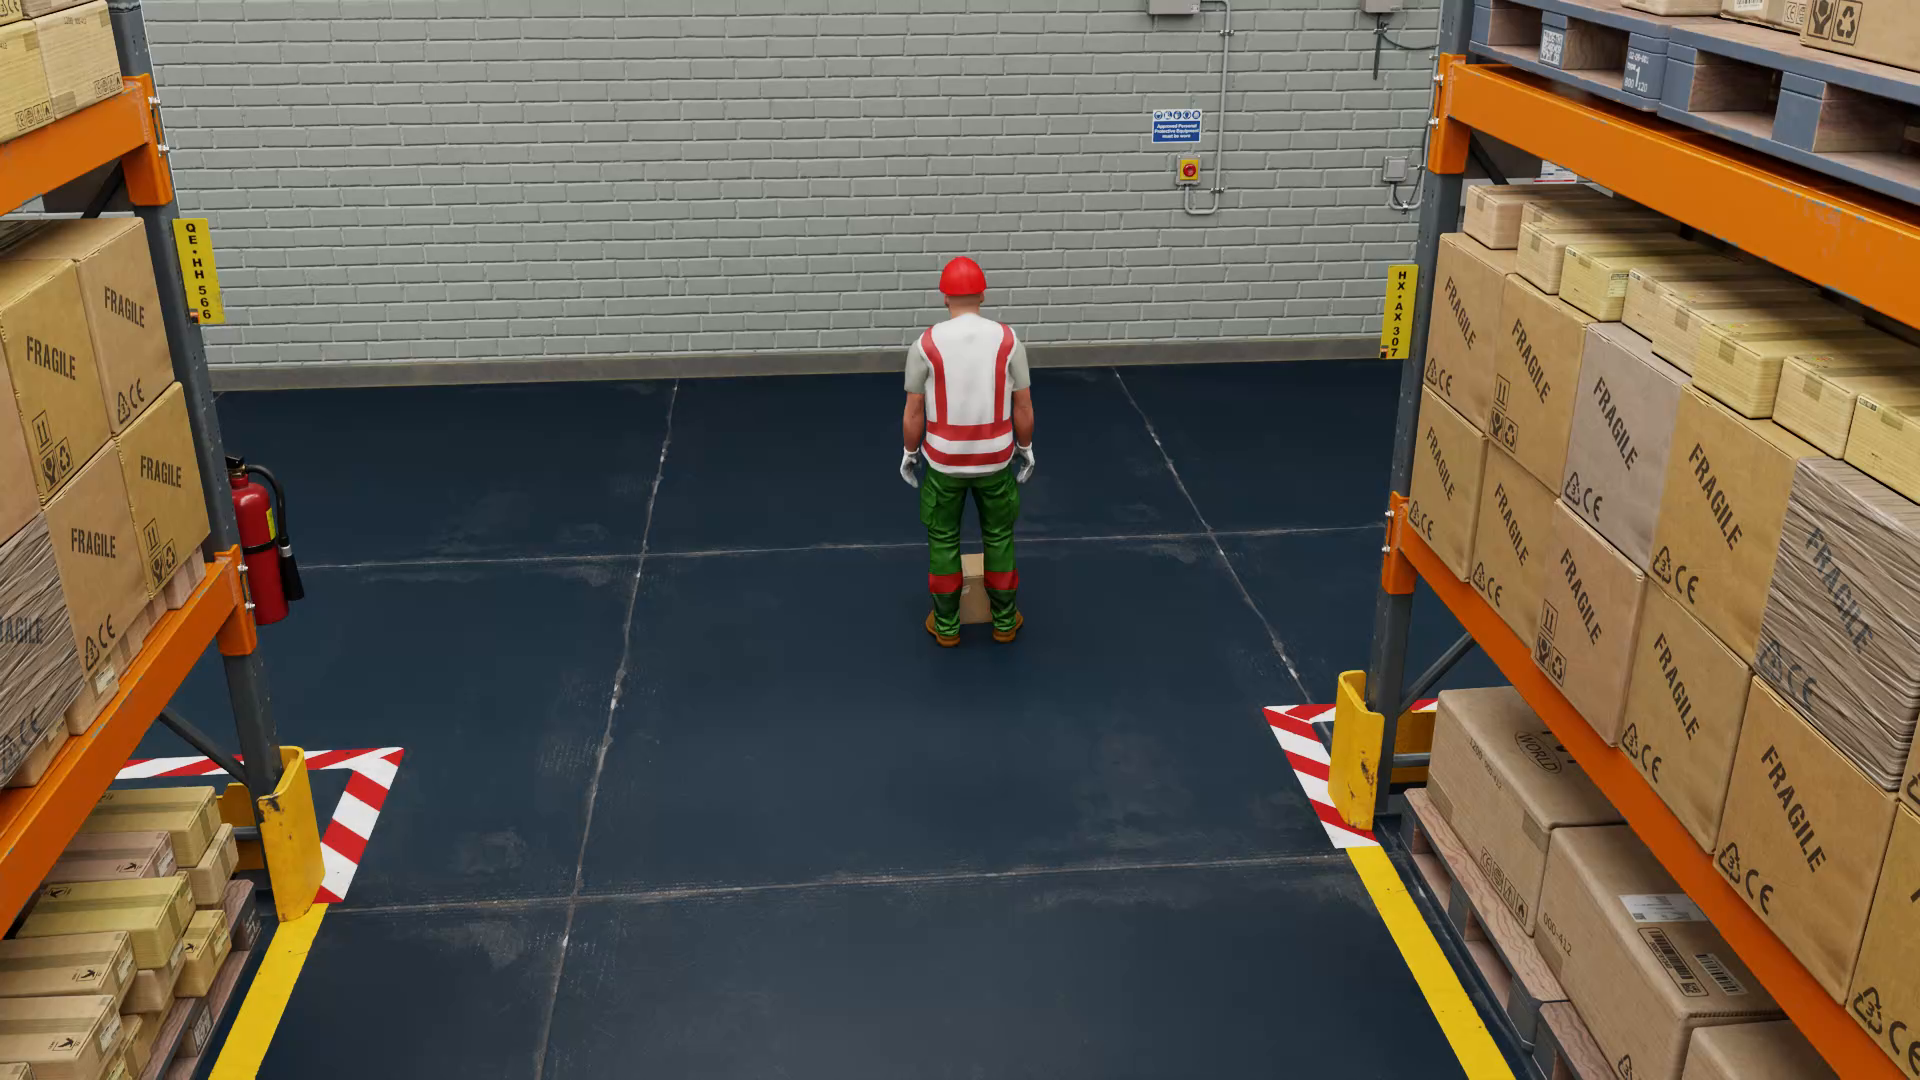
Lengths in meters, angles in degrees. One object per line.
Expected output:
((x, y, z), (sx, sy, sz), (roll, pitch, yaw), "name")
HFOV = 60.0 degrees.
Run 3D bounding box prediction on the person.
((0.037, -0.375, 7.441), (0.607, 1.780, 0.449), (-2, 24, -5), "person")
